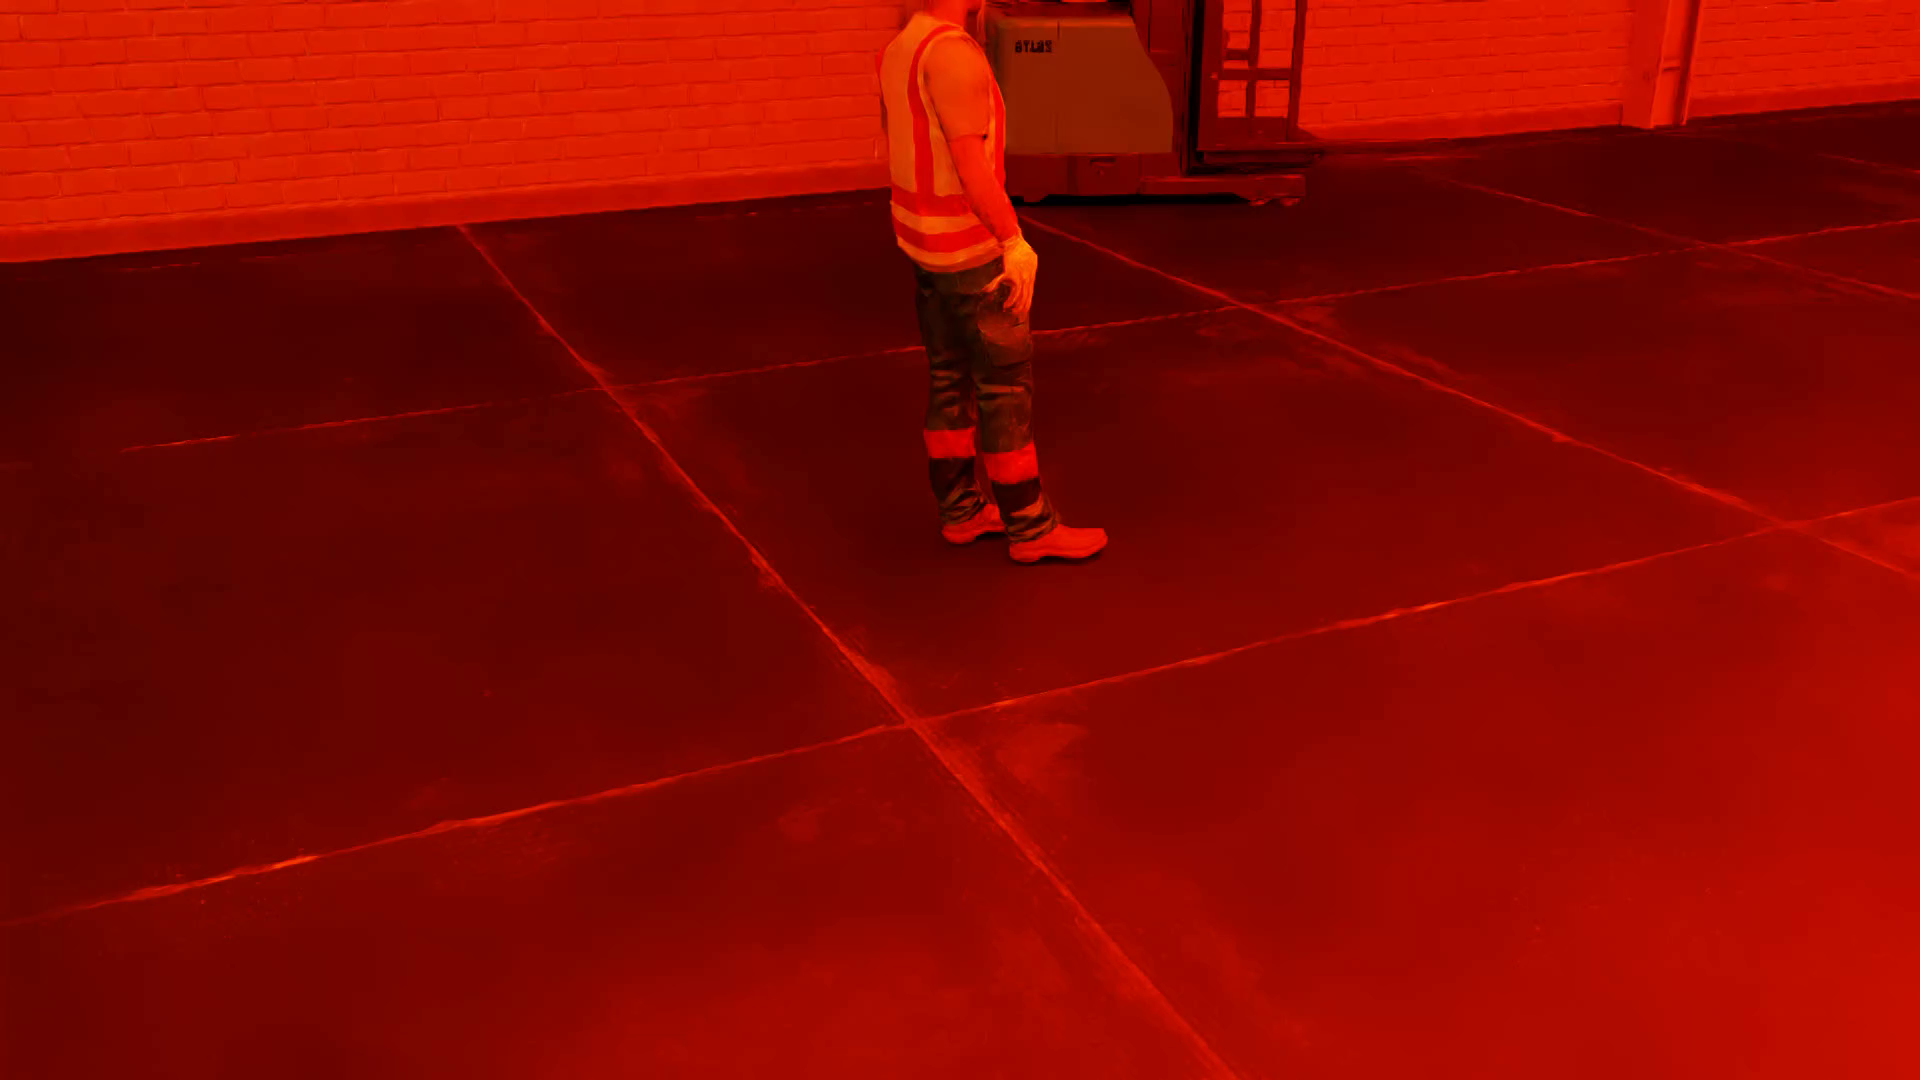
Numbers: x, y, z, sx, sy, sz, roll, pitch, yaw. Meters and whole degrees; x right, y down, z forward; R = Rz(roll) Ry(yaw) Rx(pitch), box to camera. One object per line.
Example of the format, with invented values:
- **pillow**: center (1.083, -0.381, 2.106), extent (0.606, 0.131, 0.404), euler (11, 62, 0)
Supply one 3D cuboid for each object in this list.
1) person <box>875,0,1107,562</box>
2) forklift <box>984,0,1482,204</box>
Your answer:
- **person**: center (0.077, -0.842, 4.783), extent (0.563, 1.787, 0.637), euler (-10, 25, -23)
- **forklift**: center (1.656, -3.565, 9.867), extent (3.031, 2.935, 1.130), euler (-2, 23, -5)
